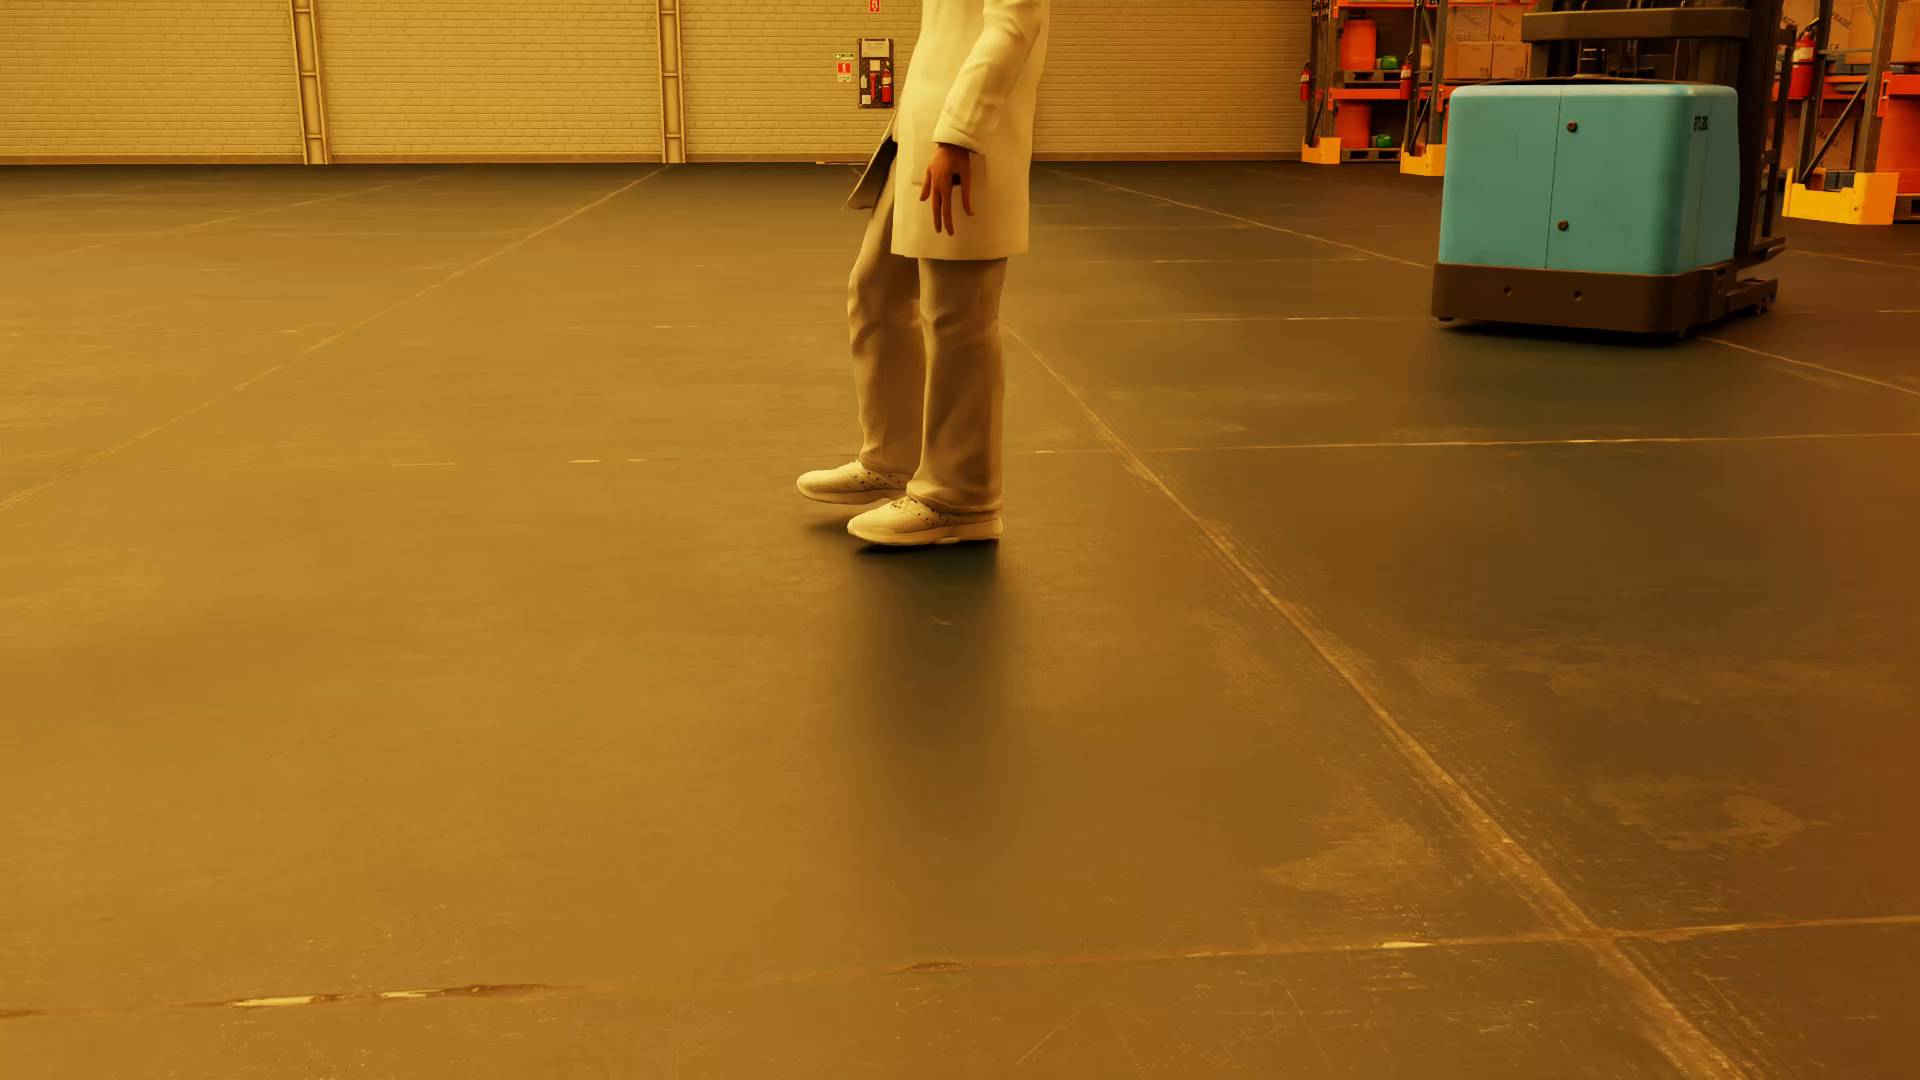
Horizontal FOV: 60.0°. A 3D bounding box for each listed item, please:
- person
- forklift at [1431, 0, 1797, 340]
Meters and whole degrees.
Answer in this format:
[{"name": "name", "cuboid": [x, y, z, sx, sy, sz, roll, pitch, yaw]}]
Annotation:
[{"name": "person", "cuboid": [-0.091, -0.866, 3.703, 0.582, 1.775, 0.696, -1, 15, -5]}, {"name": "forklift", "cuboid": [3.420, -2.583, 7.999, 1.130, 2.935, 3.031, 11, 18, 36]}]
